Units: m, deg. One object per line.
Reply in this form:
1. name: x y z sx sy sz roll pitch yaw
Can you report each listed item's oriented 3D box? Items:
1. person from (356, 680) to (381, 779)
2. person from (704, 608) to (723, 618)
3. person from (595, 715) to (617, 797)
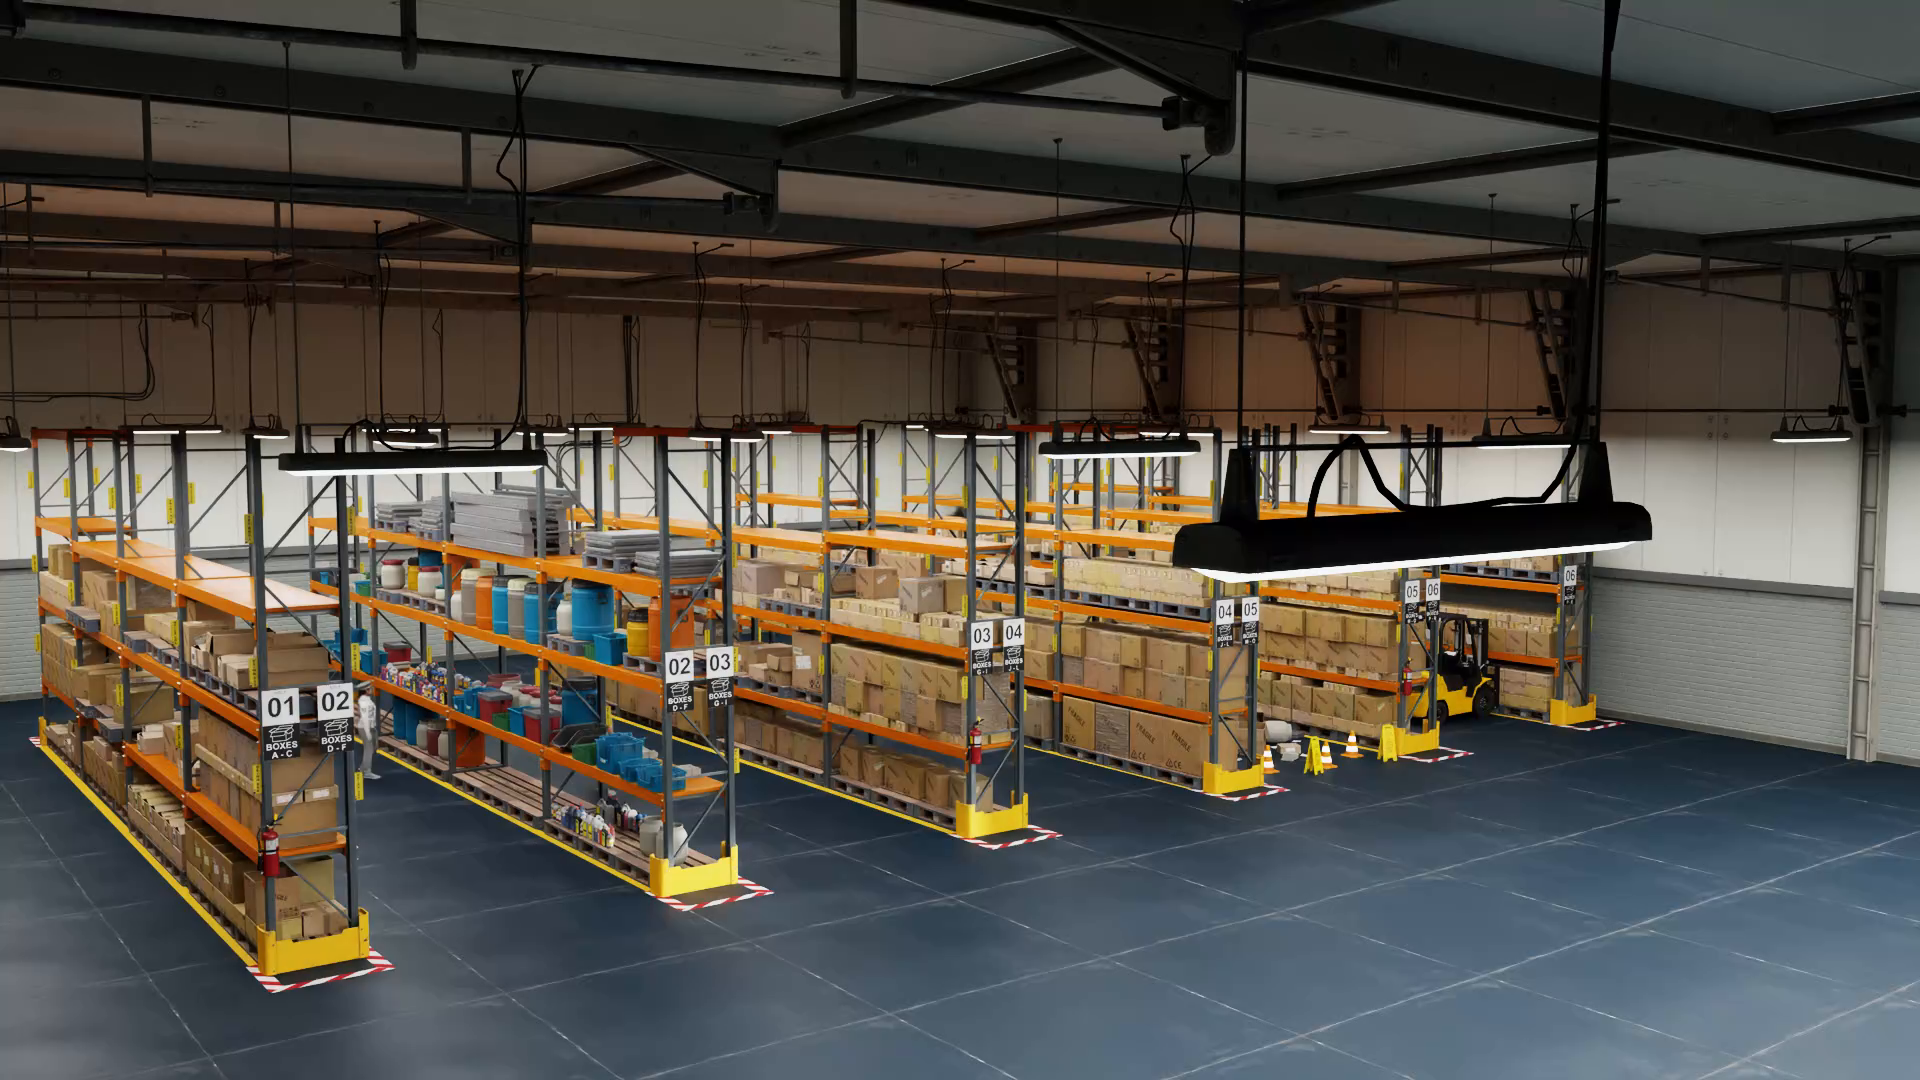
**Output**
1. person: -10.187 3.260 28.583 0.457 1.706 0.539 -1 5 -6
2. person: -6.261 2.194 42.388 0.503 1.701 0.358 -1 5 -18
3. person: -5.855 3.329 27.317 0.562 1.791 0.620 -2 5 -20
